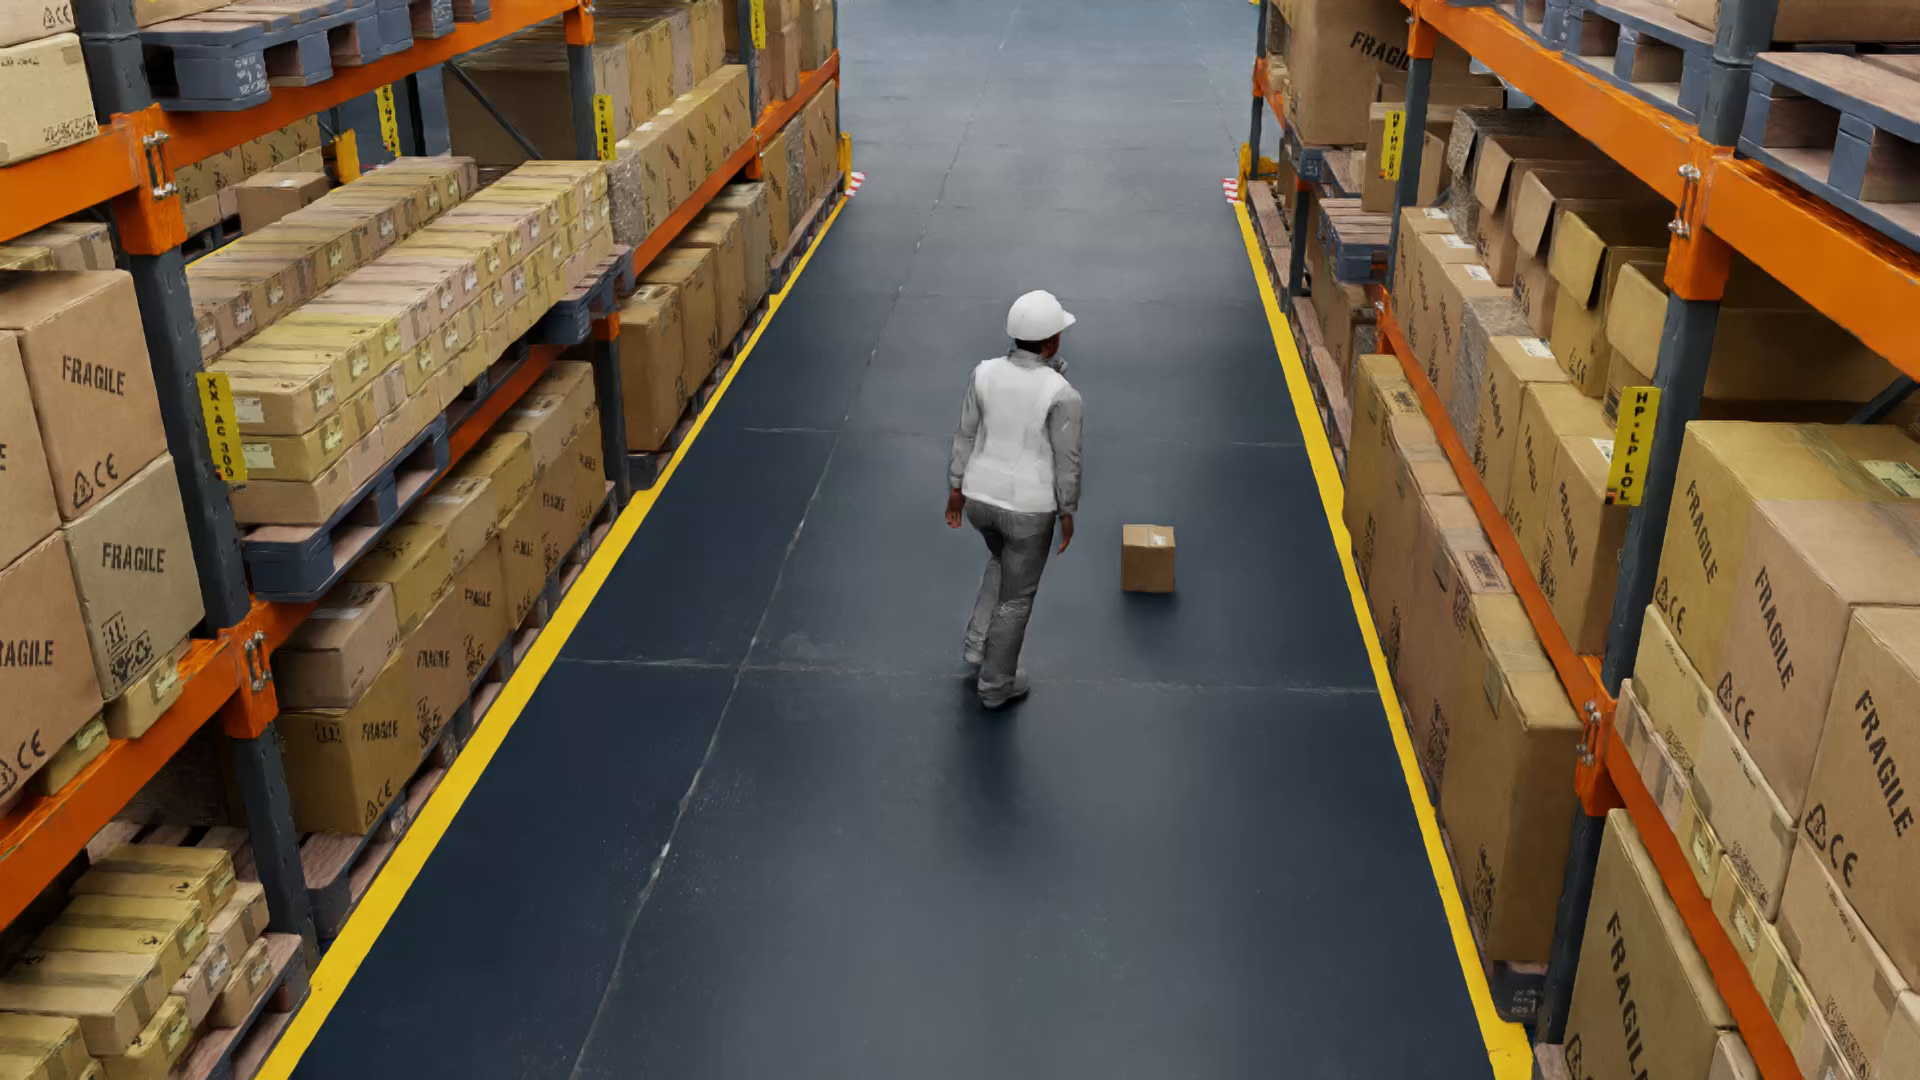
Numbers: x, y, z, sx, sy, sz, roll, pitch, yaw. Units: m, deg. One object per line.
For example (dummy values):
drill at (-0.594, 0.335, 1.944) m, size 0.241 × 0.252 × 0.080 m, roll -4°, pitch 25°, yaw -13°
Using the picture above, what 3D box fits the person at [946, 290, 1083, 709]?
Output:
person at (0.241, -0.162, 6.889) m, size 0.566 × 1.762 × 0.508 m, roll 17°, pitch 30°, yaw 33°
